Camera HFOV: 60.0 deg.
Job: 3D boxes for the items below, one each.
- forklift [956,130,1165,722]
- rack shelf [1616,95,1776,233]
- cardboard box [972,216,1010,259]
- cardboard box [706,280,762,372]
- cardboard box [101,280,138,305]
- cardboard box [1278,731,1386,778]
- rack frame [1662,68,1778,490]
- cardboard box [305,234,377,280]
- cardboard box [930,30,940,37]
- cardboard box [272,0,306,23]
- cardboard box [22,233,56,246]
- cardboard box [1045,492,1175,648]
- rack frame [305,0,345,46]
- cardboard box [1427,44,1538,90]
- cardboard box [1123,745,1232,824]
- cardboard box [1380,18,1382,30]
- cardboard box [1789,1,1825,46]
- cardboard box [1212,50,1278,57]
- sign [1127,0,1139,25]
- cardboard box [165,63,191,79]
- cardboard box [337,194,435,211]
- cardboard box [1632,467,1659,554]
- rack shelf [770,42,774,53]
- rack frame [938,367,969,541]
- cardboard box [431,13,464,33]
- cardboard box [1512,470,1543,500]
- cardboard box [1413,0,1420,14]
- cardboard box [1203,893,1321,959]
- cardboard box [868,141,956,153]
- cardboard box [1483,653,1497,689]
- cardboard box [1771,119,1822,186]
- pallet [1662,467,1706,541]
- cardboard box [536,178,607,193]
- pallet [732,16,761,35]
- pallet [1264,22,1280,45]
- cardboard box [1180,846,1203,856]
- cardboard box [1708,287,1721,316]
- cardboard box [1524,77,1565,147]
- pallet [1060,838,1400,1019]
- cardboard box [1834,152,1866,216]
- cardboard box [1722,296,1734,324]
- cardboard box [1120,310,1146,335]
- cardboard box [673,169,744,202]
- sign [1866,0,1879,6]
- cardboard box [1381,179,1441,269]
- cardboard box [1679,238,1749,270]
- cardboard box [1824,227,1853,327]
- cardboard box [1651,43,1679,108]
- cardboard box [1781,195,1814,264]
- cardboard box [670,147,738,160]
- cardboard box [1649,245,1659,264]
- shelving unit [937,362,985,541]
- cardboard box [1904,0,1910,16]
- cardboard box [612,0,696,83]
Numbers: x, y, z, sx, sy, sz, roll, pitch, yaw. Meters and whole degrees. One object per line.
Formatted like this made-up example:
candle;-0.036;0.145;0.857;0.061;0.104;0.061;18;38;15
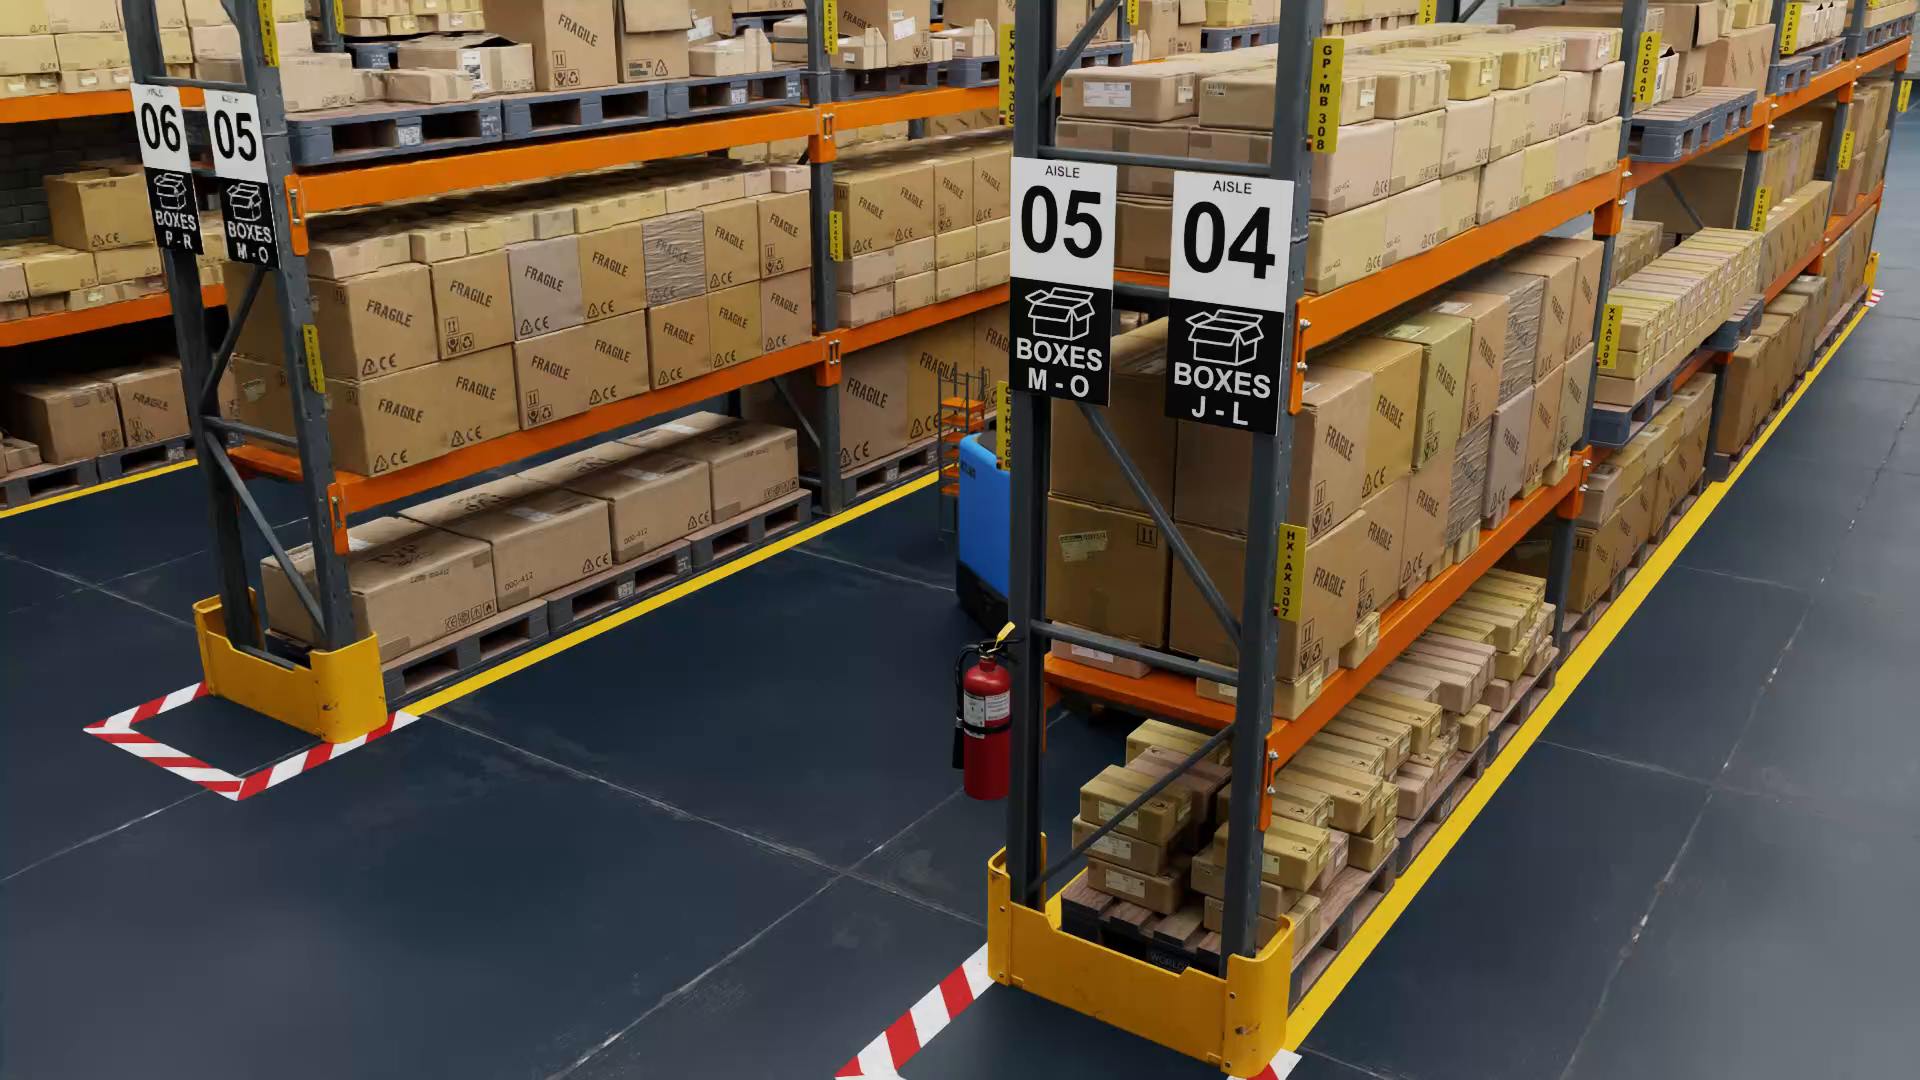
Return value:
forklift;1.025;-0.589;8.634;1.130;2.935;3.031;-9;22;-22
rack shelf;3.994;-2.384;10.100;1.077;0.370;4.000;13;24;32
cardboard box;0.057;-2.353;12.798;0.500;0.250;0.500;12;24;30
cardboard box;-1.615;-1.393;10.562;0.500;0.500;0.500;13;24;31
cardboard box;-6.329;-1.859;12.329;0.380;0.149;0.250;14;24;33
cardboard box;1.570;0.946;7.029;0.380;0.149;0.250;12;23;29
rack frame;5.118;-1.889;12.047;1.000;3.000;0.127;13;24;32
cardboard box;-3.101;-1.398;8.199;0.380;0.149;0.250;14;24;33
cardboard box;-0.343;-3.743;12.469;0.380;0.166;0.250;16;25;36
cardboard box;-5.473;-4.163;12.939;0.500;0.250;0.500;13;24;32
cardboard box;-6.731;-2.188;12.645;0.500;0.250;0.500;13;24;32
cardboard box;0.660;0.041;6.257;0.500;0.500;0.500;14;24;33
rack frame;-5.389;-5.458;13.049;1.000;3.000;0.127;13;24;32
cardboard box;2.088;-1.903;6.683;0.380;0.149;0.250;13;24;31
cardboard box;0.897;1.006;6.869;0.380;0.149;0.250;14;24;33
cardboard box;4.463;-5.746;18.515;0.380;0.149;0.250;13;24;32
cardboard box;6.277;-3.953;12.685;0.500;0.311;0.500;13;24;31
cardboard box;1.179;-1.787;6.370;0.380;0.149;0.250;13;24;31
sign;1.422;-4.401;13.656;0.100;0.325;0.005;13;24;32
cardboard box;-5.961;-3.487;12.407;0.380;0.149;0.250;14;25;34
cardboard box;-4.932;-2.983;14.257;0.700;0.500;0.500;14;24;33
cardboard box;4.083;-0.231;10.564;0.500;0.500;0.500;14;24;33
rack shelf;-2.016;-5.435;18.349;1.077;0.370;4.000;13;24;32
rack frame;-0.043;-0.541;10.997;0.240;1.200;0.006;13;24;32
cardboard box;-4.443;-4.401;14.127;0.380;0.149;0.250;14;24;33
cardboard box;2.648;-0.335;8.210;0.380;0.149;0.250;14;25;34
cardboard box;5.105;-6.256;19.317;0.500;0.250;0.500;13;24;31
cardboard box;1.180;1.459;6.501;0.380;0.149;0.250;14;24;33
cardboard box;-0.373;-2.813;12.962;0.500;0.500;0.500;14;24;33
cardboard box;2.455;0.625;8.326;0.380;0.149;0.250;14;24;32
cardboard box;7.092;-3.409;14.571;0.700;0.500;0.500;13;24;31
pallet;4.677;-0.357;11.926;1.003;0.211;1.213;13;24;32
cardboard box;-2.350;-2.081;10.047;0.380;0.149;0.250;13;24;32
pallet;-2.833;-5.322;17.279;1.213;0.211;1.003;15;25;34
pallet;2.781;-5.135;16.771;1.213;0.211;1.003;13;24;32
cardboard box;0.805;1.262;7.035;0.380;0.149;0.250;14;25;33
cardboard box;4.493;-1.506;10.342;0.380;0.149;0.250;14;24;33
cardboard box;2.229;-1.833;7.067;0.500;0.250;0.500;14;25;34
pallet;1.149;1.466;6.996;1.003;0.211;1.213;13;24;32
cardboard box;8.255;-3.509;16.212;0.875;0.550;0.550;13;24;32
cardboard box;4.792;-1.521;10.810;0.380;0.149;0.250;13;24;31
cardboard box;1.293;-1.950;15.395;0.950;0.372;0.625;11;23;28
cardboard box;-1.578;-2.223;10.431;0.380;0.149;0.250;13;24;32
sign;7.821;-4.730;14.207;0.100;0.325;0.005;13;24;32
cardboard box;1.384;-1.159;5.967;0.500;0.250;0.500;14;25;34
cardboard box;4.931;-1.870;10.896;0.380;0.149;0.250;14;25;33
cardboard box;8.281;-2.663;16.598;0.875;0.875;0.875;13;24;32
cardboard box;3.538;-2.515;8.939;0.500;0.311;0.500;13;24;31
cardboard box;6.726;-2.591;13.803;0.500;0.500;0.500;14;24;32
cardboard box;-2.668;-4.031;17.334;0.500;0.250;0.500;13;24;32
cardboard box;4.680;-2.008;11.698;0.380;0.149;0.250;15;25;34
shelving unit;0.008;-0.567;11.068;0.258;1.200;0.189;13;24;32
cardboard box;9.280;-5.337;16.659;0.380;0.149;0.250;14;24;32
cardboard box;-2.013;-2.983;9.785;0.797;0.503;0.637;16;25;36
